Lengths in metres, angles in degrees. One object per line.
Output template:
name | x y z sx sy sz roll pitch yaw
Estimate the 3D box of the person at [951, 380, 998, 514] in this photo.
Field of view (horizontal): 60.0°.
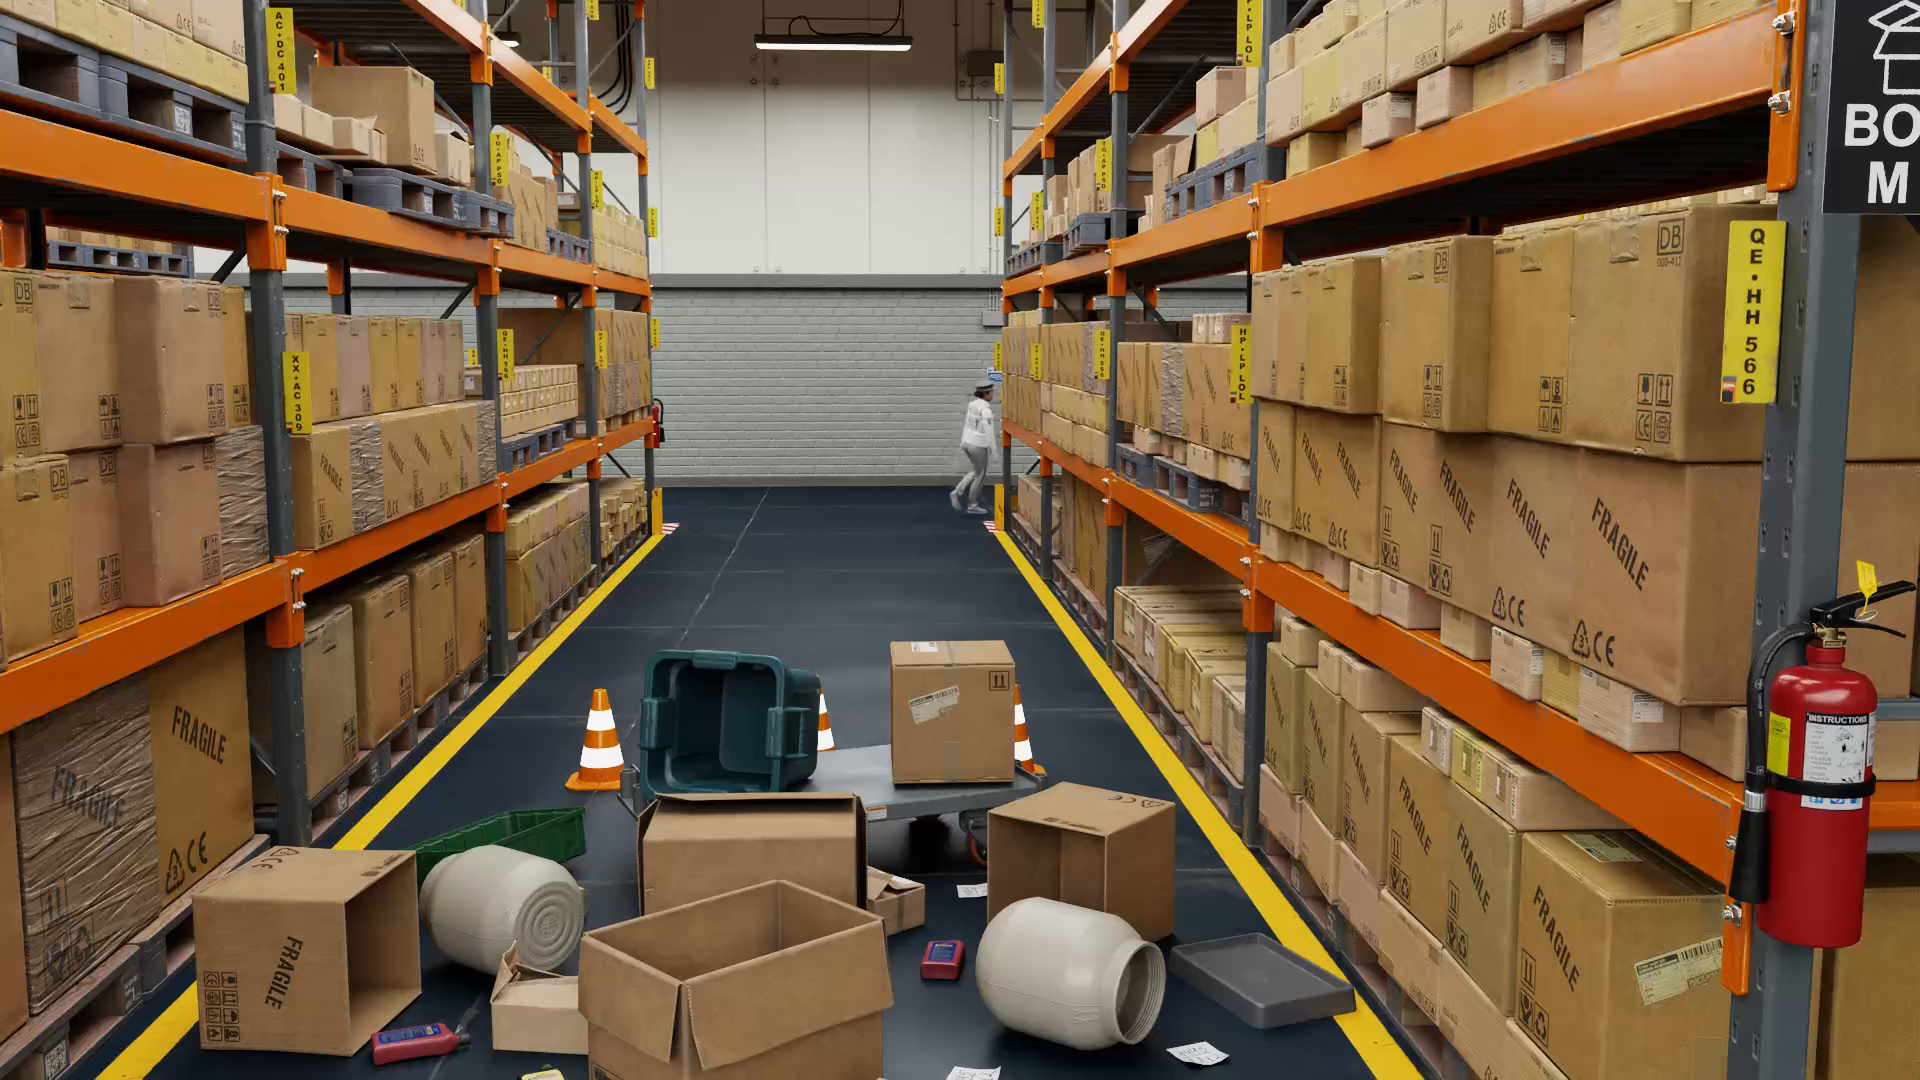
person | 0.179 -1.122 20.276 0.478 1.647 0.647 -3 8 -25
